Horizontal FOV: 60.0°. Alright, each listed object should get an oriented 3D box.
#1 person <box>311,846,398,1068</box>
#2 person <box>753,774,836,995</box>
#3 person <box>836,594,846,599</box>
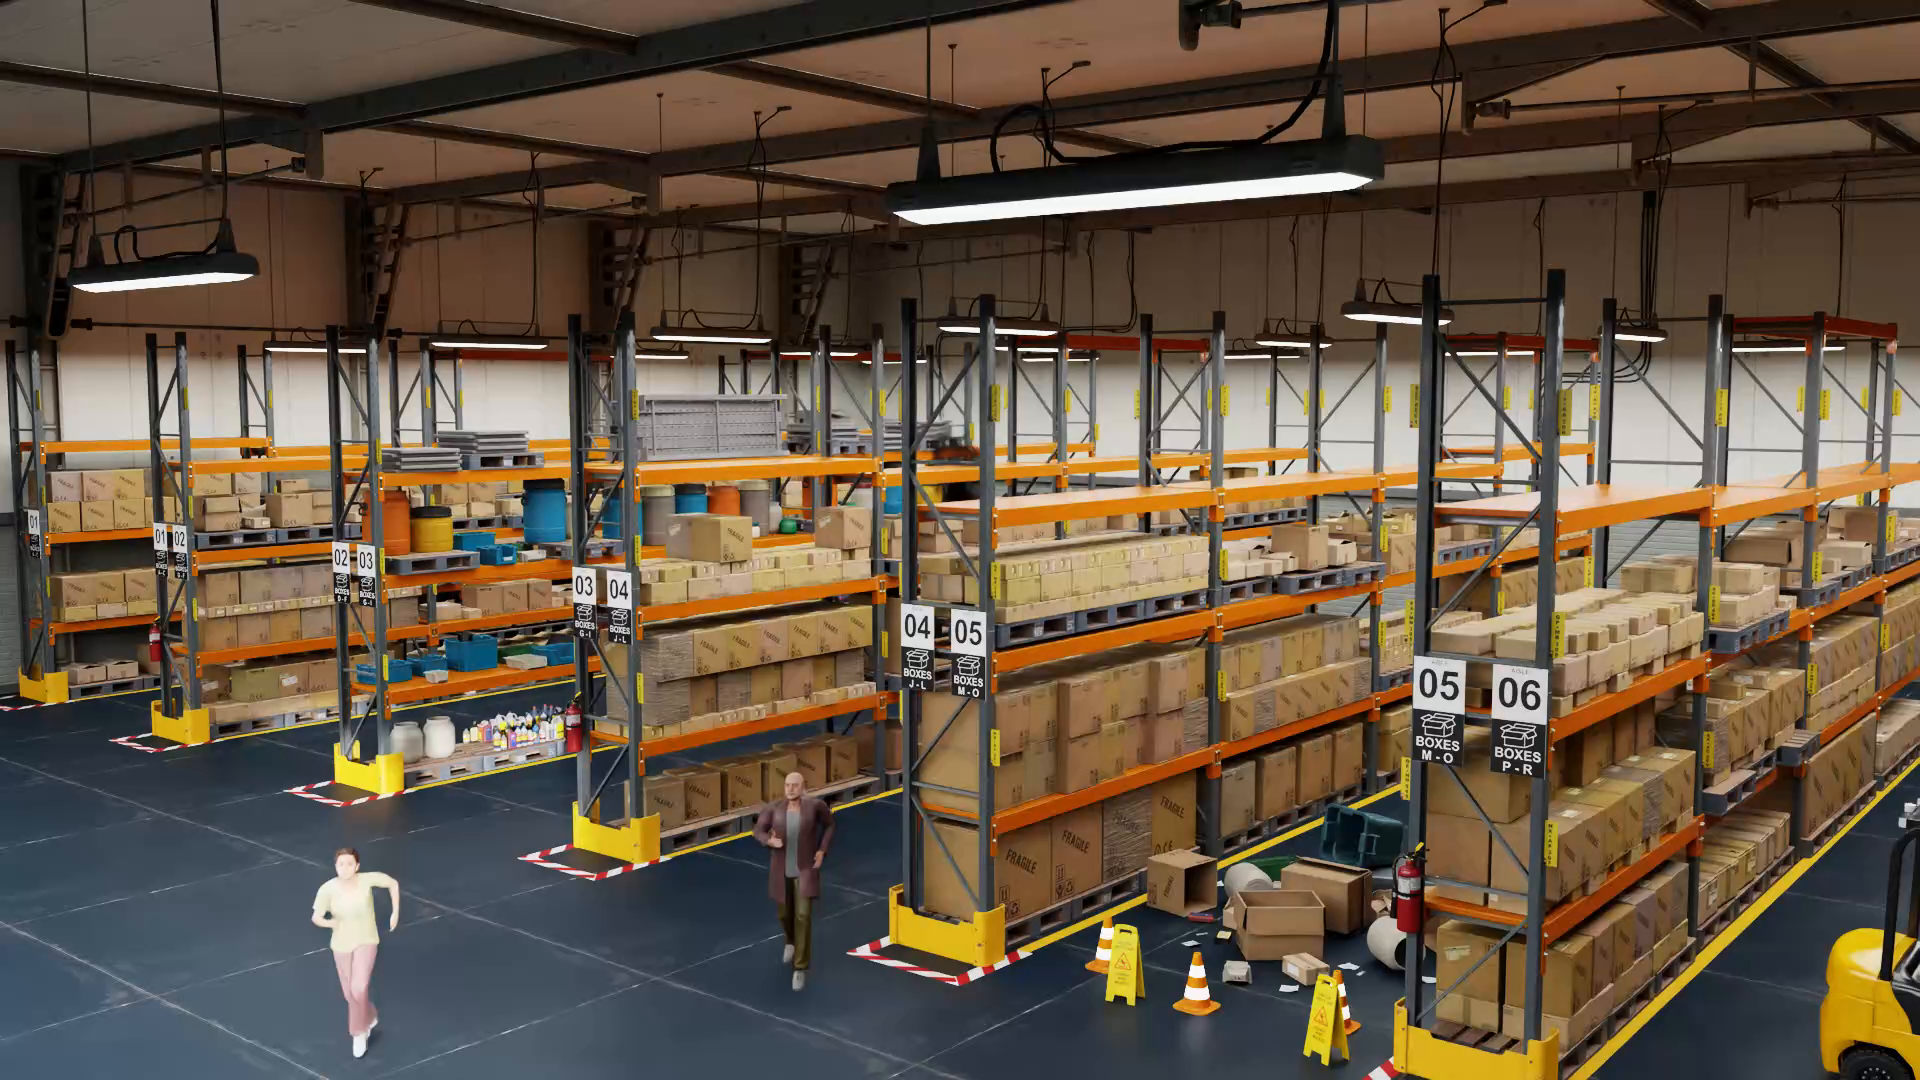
[{"bbox_3d":[-4.691,3.177,12.916,0.601,1.683,0.804,-1,5,-11],"label":"person"},{"bbox_3d":[-1.475,2.950,14.613,0.713,1.796,0.862,1,5,6],"label":"person"},{"bbox_3d":[-2.157,1.514,31.590,0.561,1.662,0.697,3,6,34],"label":"person"}]
